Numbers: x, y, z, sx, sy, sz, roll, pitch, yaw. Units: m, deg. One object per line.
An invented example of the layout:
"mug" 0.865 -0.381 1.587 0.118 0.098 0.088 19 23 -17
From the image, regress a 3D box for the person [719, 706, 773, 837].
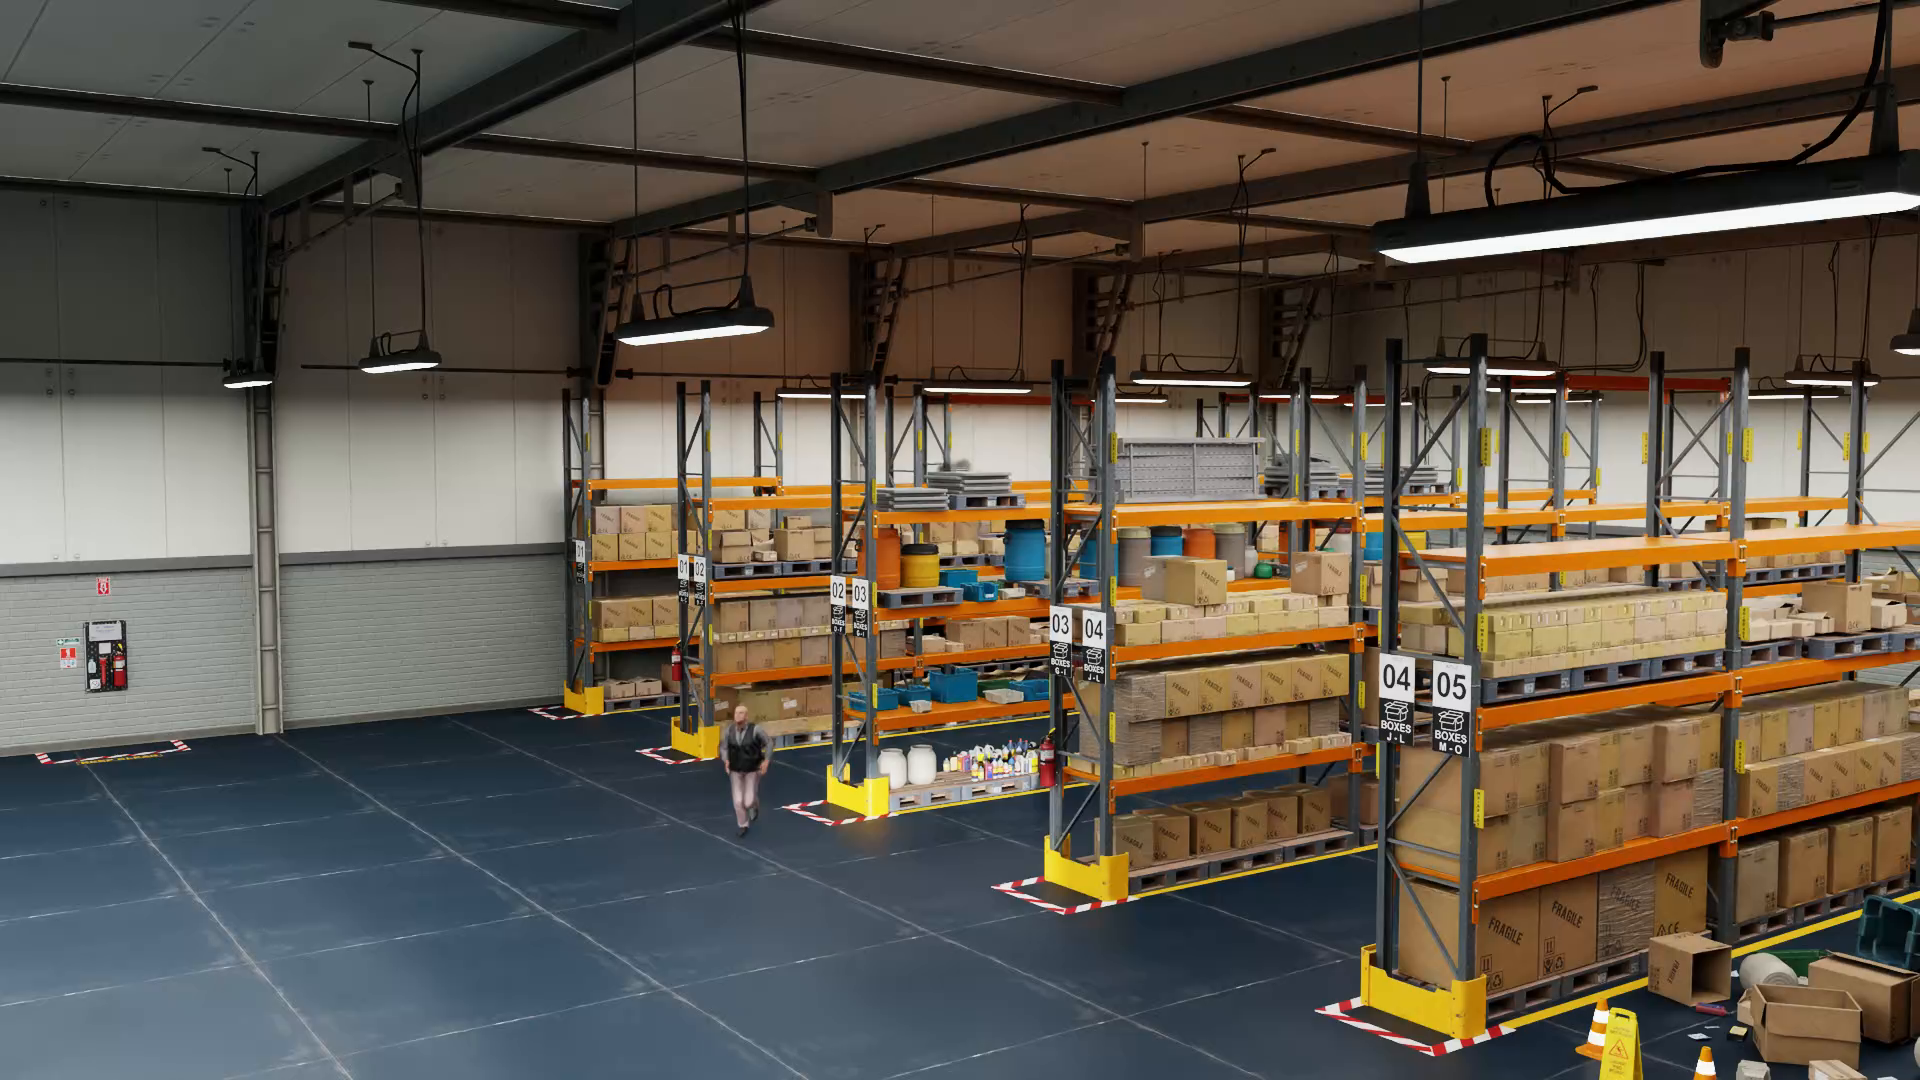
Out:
"person" -2.756 2.963 21.354 0.682 1.689 0.646 1 4 9

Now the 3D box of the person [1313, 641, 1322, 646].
"person" 7.154 2.183 32.648 0.801 1.841 0.682 -3 5 -38
